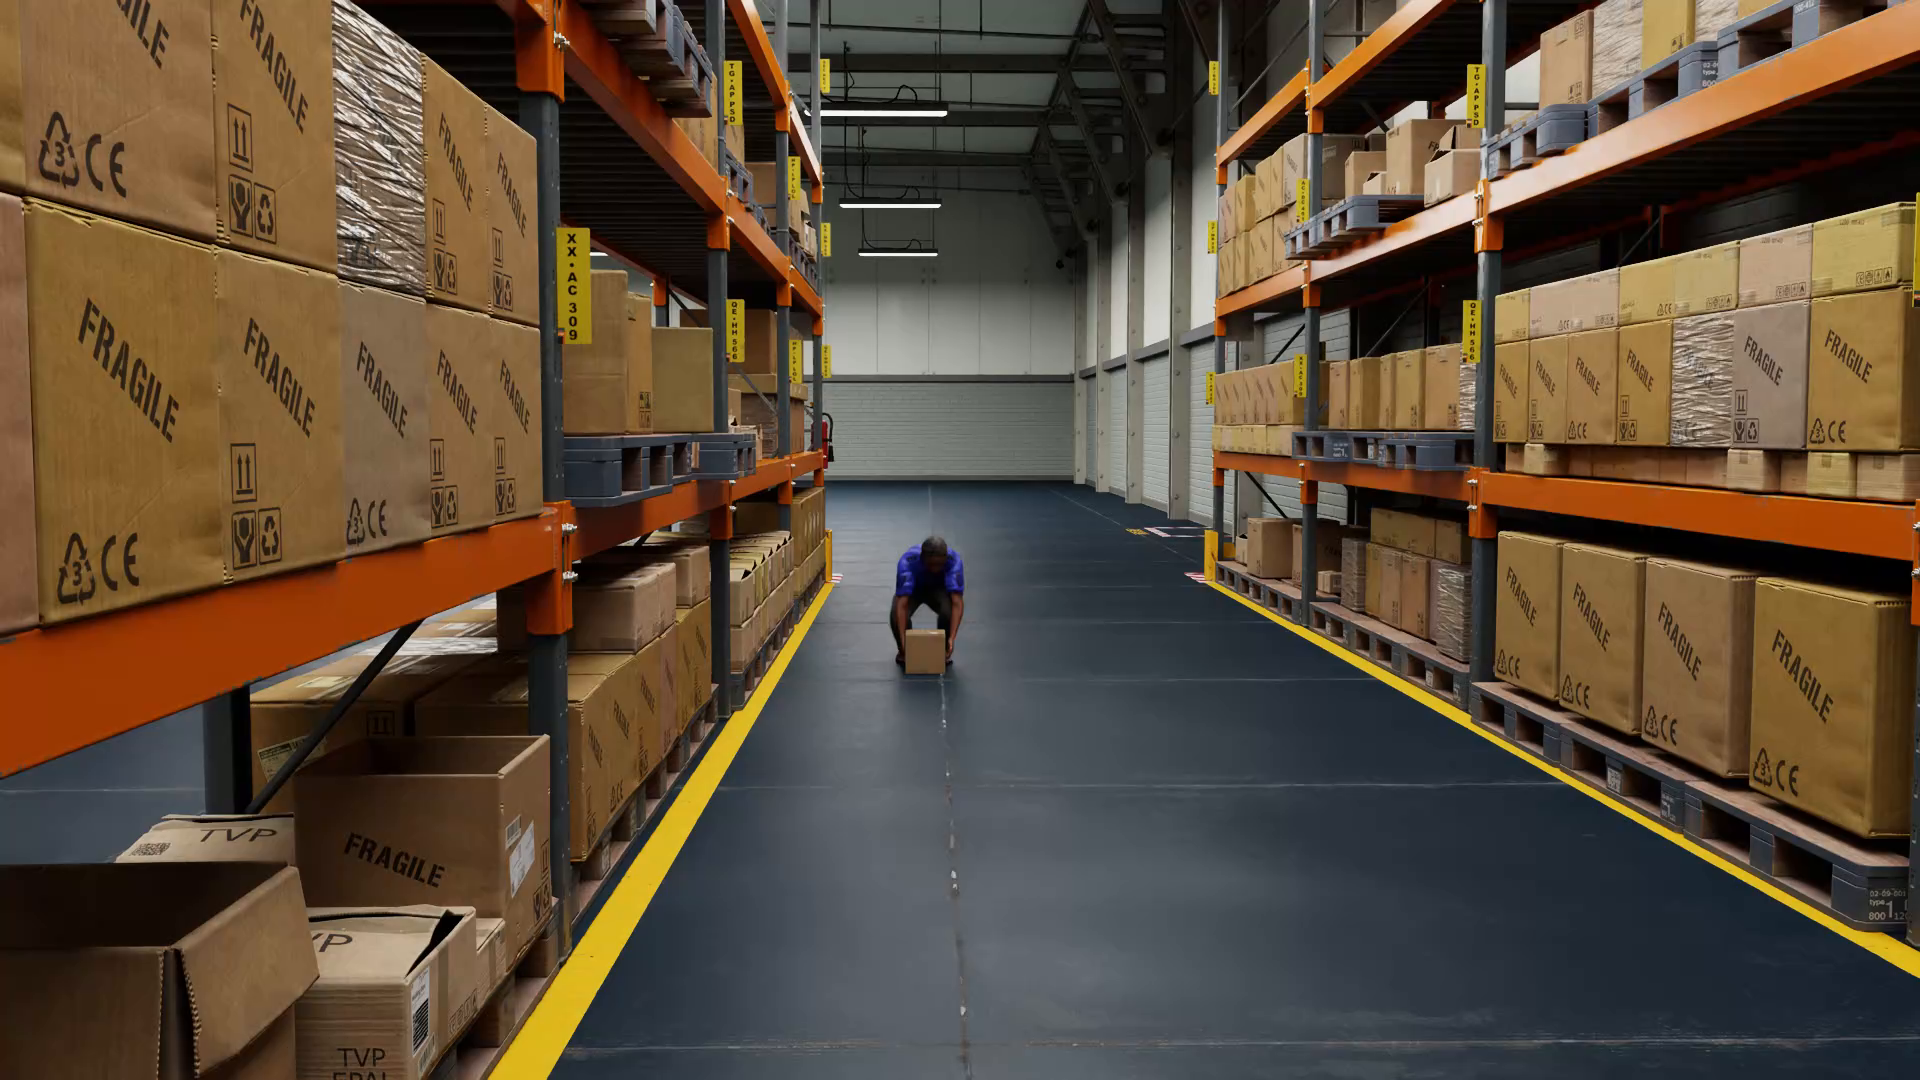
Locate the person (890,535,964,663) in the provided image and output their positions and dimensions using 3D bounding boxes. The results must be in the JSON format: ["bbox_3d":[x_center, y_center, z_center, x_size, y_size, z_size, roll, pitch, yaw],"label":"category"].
[{"bbox_3d":[-0.215,0.384,10.836,0.482,0.861,0.816,0,4,-1],"label":"person"}]
